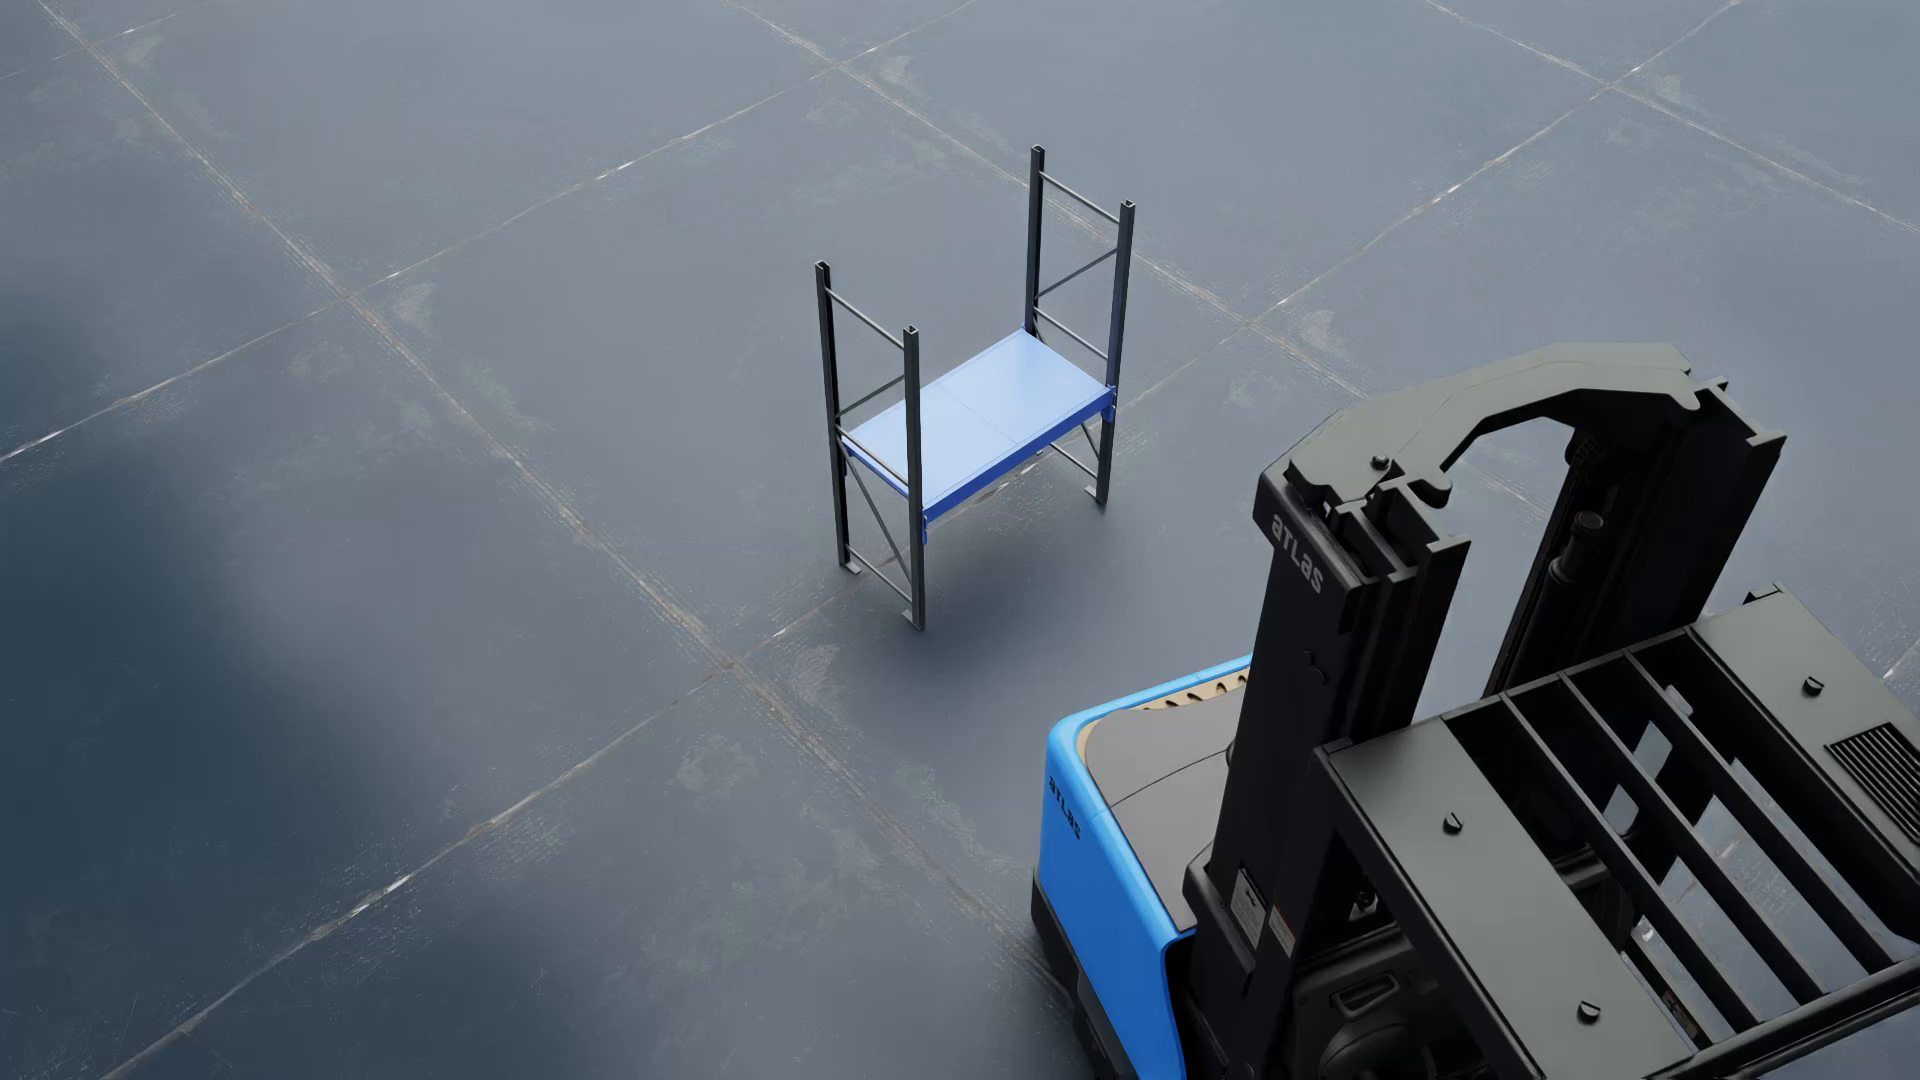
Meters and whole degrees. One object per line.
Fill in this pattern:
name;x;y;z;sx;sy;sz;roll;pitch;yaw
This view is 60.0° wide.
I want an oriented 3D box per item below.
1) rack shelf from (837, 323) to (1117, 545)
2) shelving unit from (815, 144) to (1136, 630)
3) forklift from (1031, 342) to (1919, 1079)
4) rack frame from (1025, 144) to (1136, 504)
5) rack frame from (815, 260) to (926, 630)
rack shelf;0.063;-0.429;6.423;1.000;0.185;0.538;-34;56;-27
shelving unit;0.063;-0.551;6.291;1.048;1.500;0.538;-34;56;-27
forklift;1.267;1.137;3.760;1.130;2.935;3.031;-17;50;-15
rack frame;0.439;-0.802;6.523;0.032;1.500;0.500;-34;56;-27
rack frame;-0.313;-0.299;6.059;0.032;1.500;0.500;-34;56;-27
